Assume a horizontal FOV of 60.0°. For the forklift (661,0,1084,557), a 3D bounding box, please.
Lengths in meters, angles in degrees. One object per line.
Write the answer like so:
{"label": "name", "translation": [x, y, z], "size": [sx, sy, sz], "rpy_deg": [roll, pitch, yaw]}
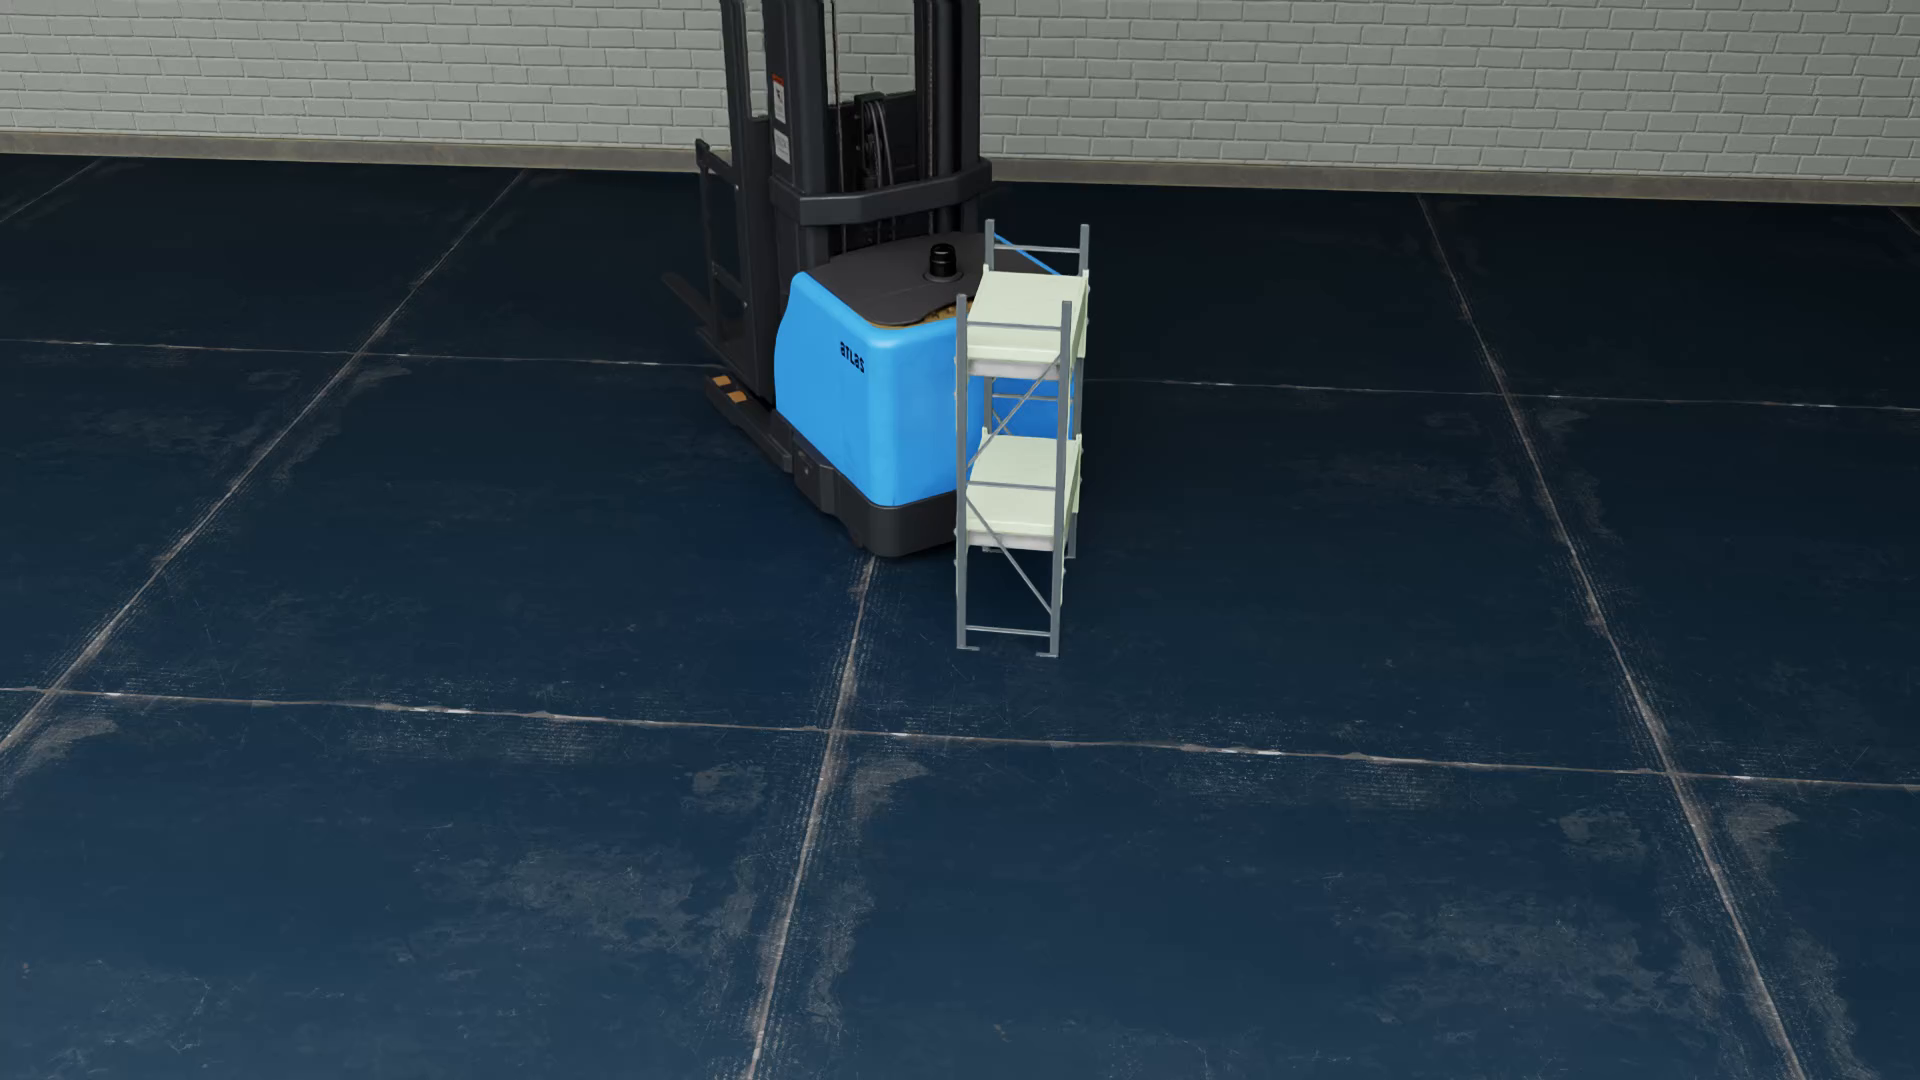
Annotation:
{"label": "forklift", "translation": [-0.620, -1.920, 7.572], "size": [1.130, 2.935, 3.031], "rpy_deg": [-17, 35, -25]}

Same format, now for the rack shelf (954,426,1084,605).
{"label": "rack shelf", "translation": [0.242, -0.108, 6.618], "size": [0.431, 0.370, 0.720], "rpy_deg": [5, 32, 7]}

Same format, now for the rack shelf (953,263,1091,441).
{"label": "rack shelf", "translation": [0.242, -0.718, 6.242], "size": [0.431, 0.370, 0.720], "rpy_deg": [5, 32, 7]}

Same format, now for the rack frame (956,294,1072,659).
{"label": "rack frame", "translation": [0.187, -0.196, 6.139], "size": [0.400, 1.500, 0.023], "rpy_deg": [5, 32, 7]}

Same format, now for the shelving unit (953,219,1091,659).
{"label": "shelving unit", "translation": [0.242, -0.386, 6.447], "size": [0.431, 1.500, 0.755], "rpy_deg": [5, 32, 7]}

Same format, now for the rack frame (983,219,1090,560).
{"label": "rack frame", "translation": [0.297, -0.576, 6.755], "size": [0.400, 1.500, 0.023], "rpy_deg": [5, 32, 7]}
